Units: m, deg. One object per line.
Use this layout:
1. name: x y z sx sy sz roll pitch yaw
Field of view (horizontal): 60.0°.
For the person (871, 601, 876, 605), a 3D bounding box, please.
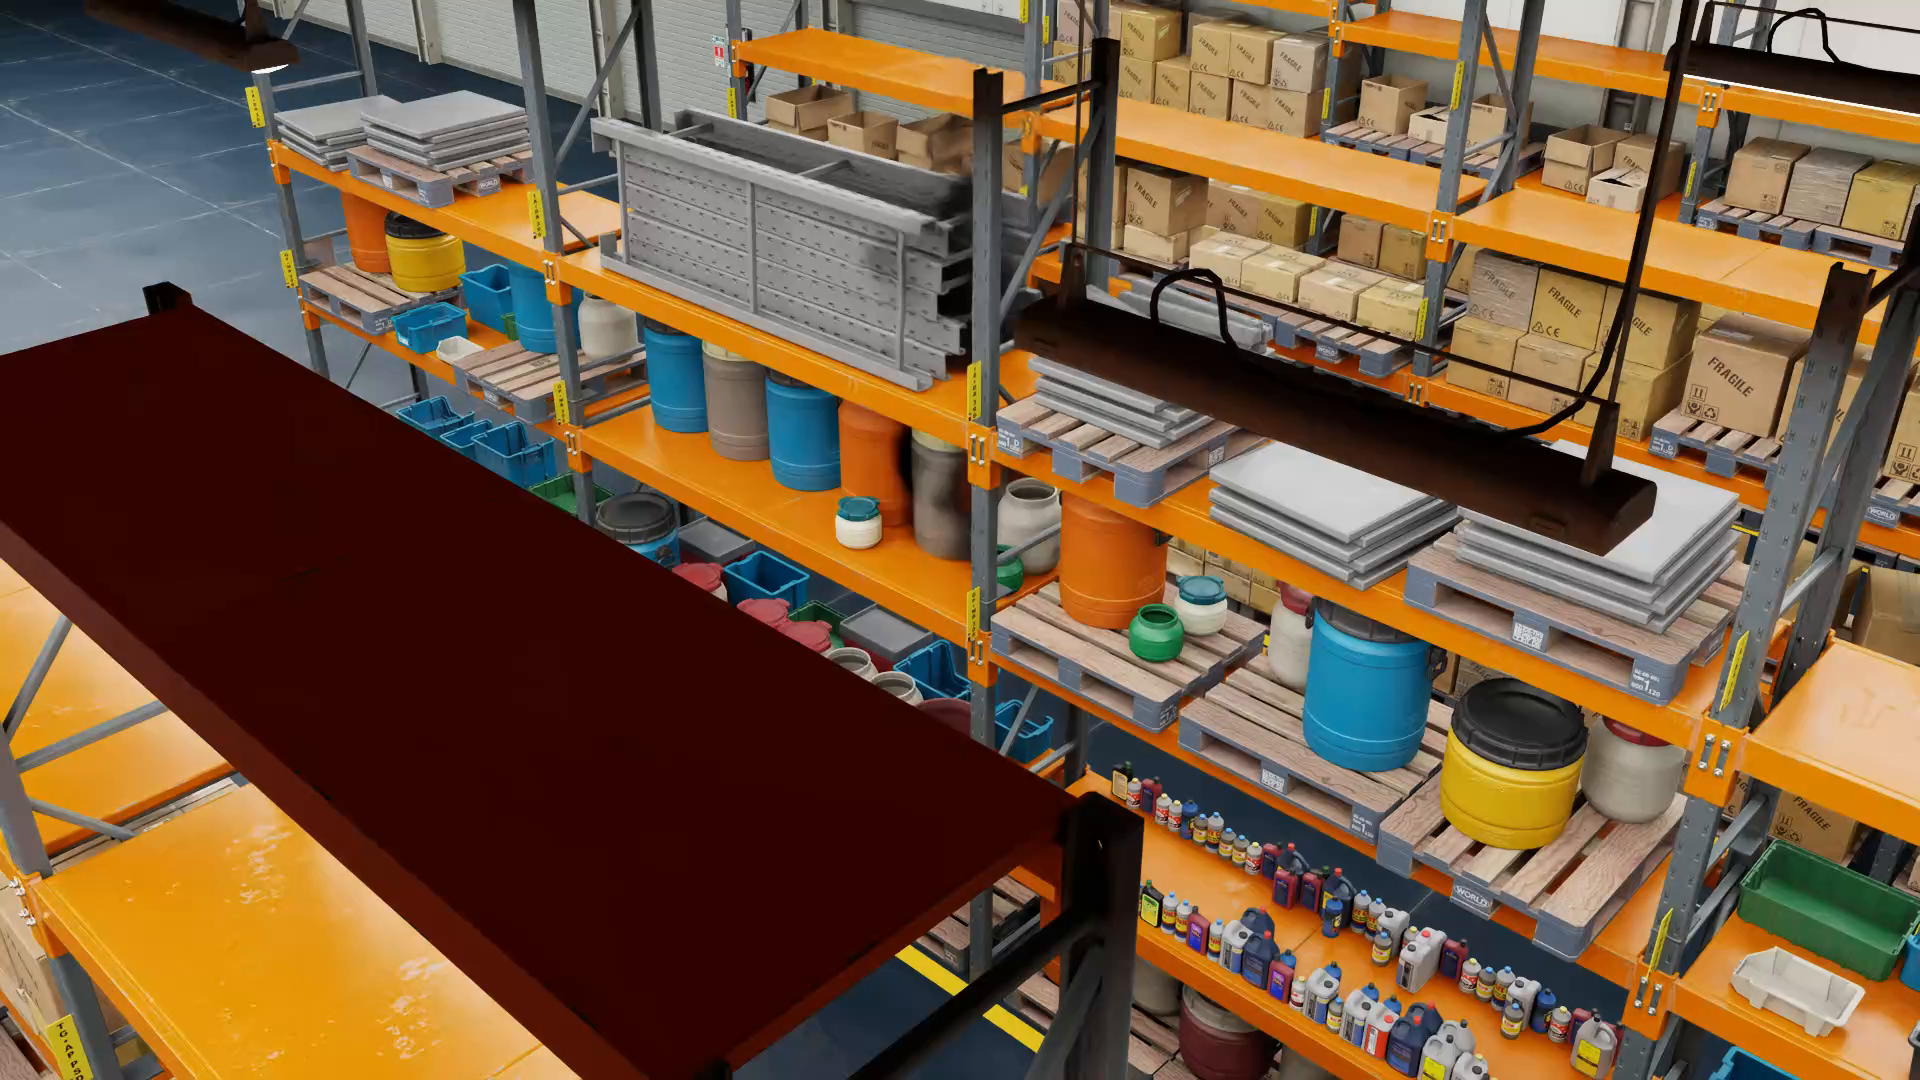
1. person: -0.521 0.408 13.279 0.513 1.634 0.550 26 38 38
